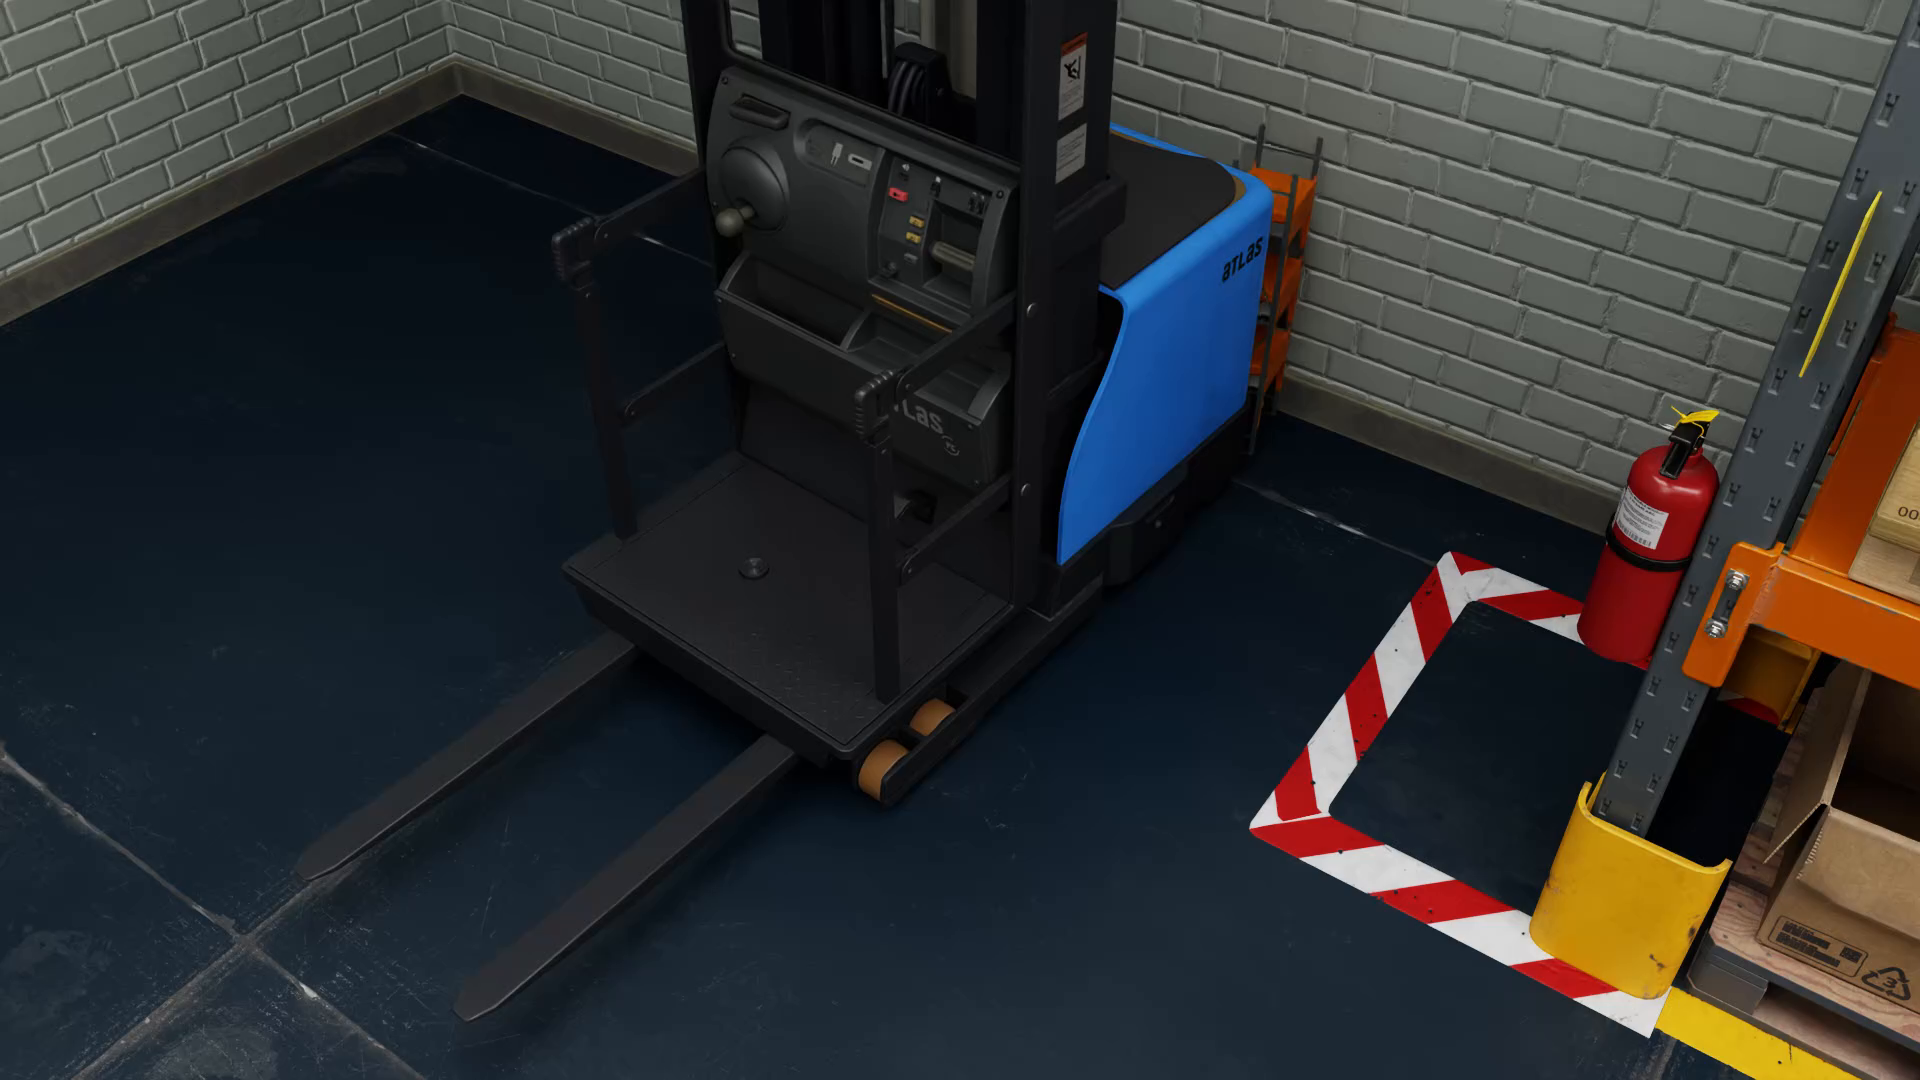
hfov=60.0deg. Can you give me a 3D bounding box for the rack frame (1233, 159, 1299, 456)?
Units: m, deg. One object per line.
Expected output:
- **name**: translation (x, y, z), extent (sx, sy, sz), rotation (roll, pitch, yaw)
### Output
- **rack frame**: translation (0.896, -0.707, 5.248), extent (0.200, 1.050, 0.008), rotation (18, 45, 19)

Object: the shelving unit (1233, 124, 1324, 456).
- **shelving unit**: translation (0.950, -0.779, 5.330), extent (0.215, 1.050, 0.252), rotation (18, 45, 19)

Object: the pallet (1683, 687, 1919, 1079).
- **pallet**: translation (2.526, 0.968, 4.010), extent (1.213, 0.211, 1.003), rotation (25, 48, 25)

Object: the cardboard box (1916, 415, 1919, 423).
- **cardboard box**: translation (2.236, -0.331, 3.559), extent (0.250, 0.149, 0.380), rotation (25, 47, 25)

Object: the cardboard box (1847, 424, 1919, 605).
- **cardboard box**: translation (1.922, -0.036, 3.229), extent (0.250, 0.149, 0.380), rotation (25, 47, 25)

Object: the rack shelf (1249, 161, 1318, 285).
- **rack shelf**: translation (0.953, -0.983, 5.149), extent (0.215, 0.259, 0.240), rotation (18, 45, 19)

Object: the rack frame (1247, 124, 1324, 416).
- **rack frame**: translation (1.004, -0.851, 5.412), extent (0.200, 1.050, 0.008), rotation (18, 45, 19)

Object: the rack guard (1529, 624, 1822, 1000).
- **rack guard**: translation (1.873, 0.555, 4.255), extent (0.348, 0.500, 1.175), rotation (25, 48, 25)

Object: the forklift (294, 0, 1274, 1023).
- **forklift**: translation (-0.398, -0.769, 3.912), extent (1.130, 2.935, 3.031), rotation (29, 49, 28)

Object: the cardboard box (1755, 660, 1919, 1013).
- **cardboard box**: translation (2.257, 0.654, 3.826), extent (0.637, 0.503, 0.797), rotation (23, 47, 24)

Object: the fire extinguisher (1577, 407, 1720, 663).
- **fire extinguisher**: translation (1.425, -0.042, 3.385), extent (0.183, 0.674, 0.296), rotation (25, 48, 25)

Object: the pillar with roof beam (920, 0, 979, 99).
- **pillar with roof beam**: translation (-2.352, -1.815, 0.530), extent (0.400, 9.000, 9.100), rotation (25, 48, 25)

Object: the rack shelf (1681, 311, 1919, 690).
- **rack shelf**: translation (3.448, 0.628, 2.838), extent (4.000, 0.370, 1.077), rotation (25, 48, 25)

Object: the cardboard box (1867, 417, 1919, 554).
- **cardboard box**: translation (2.027, -0.140, 3.046), extent (0.500, 0.250, 0.500), rotation (25, 48, 26)

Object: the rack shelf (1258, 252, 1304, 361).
- **rack shelf**: translation (0.950, -0.771, 5.337), extent (0.215, 0.259, 0.240), rotation (18, 45, 19)

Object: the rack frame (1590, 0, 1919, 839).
- **rack frame**: translation (1.810, -0.405, 3.454), extent (0.127, 3.000, 1.000), rotation (25, 48, 25)

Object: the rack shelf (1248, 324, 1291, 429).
- **rack shelf**: translation (0.947, -0.563, 5.522), extent (0.215, 0.259, 0.240), rotation (18, 45, 19)

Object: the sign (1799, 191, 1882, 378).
- **sign**: translation (1.499, -0.432, 2.834), extent (0.005, 0.325, 0.100), rotation (25, 48, 25)
